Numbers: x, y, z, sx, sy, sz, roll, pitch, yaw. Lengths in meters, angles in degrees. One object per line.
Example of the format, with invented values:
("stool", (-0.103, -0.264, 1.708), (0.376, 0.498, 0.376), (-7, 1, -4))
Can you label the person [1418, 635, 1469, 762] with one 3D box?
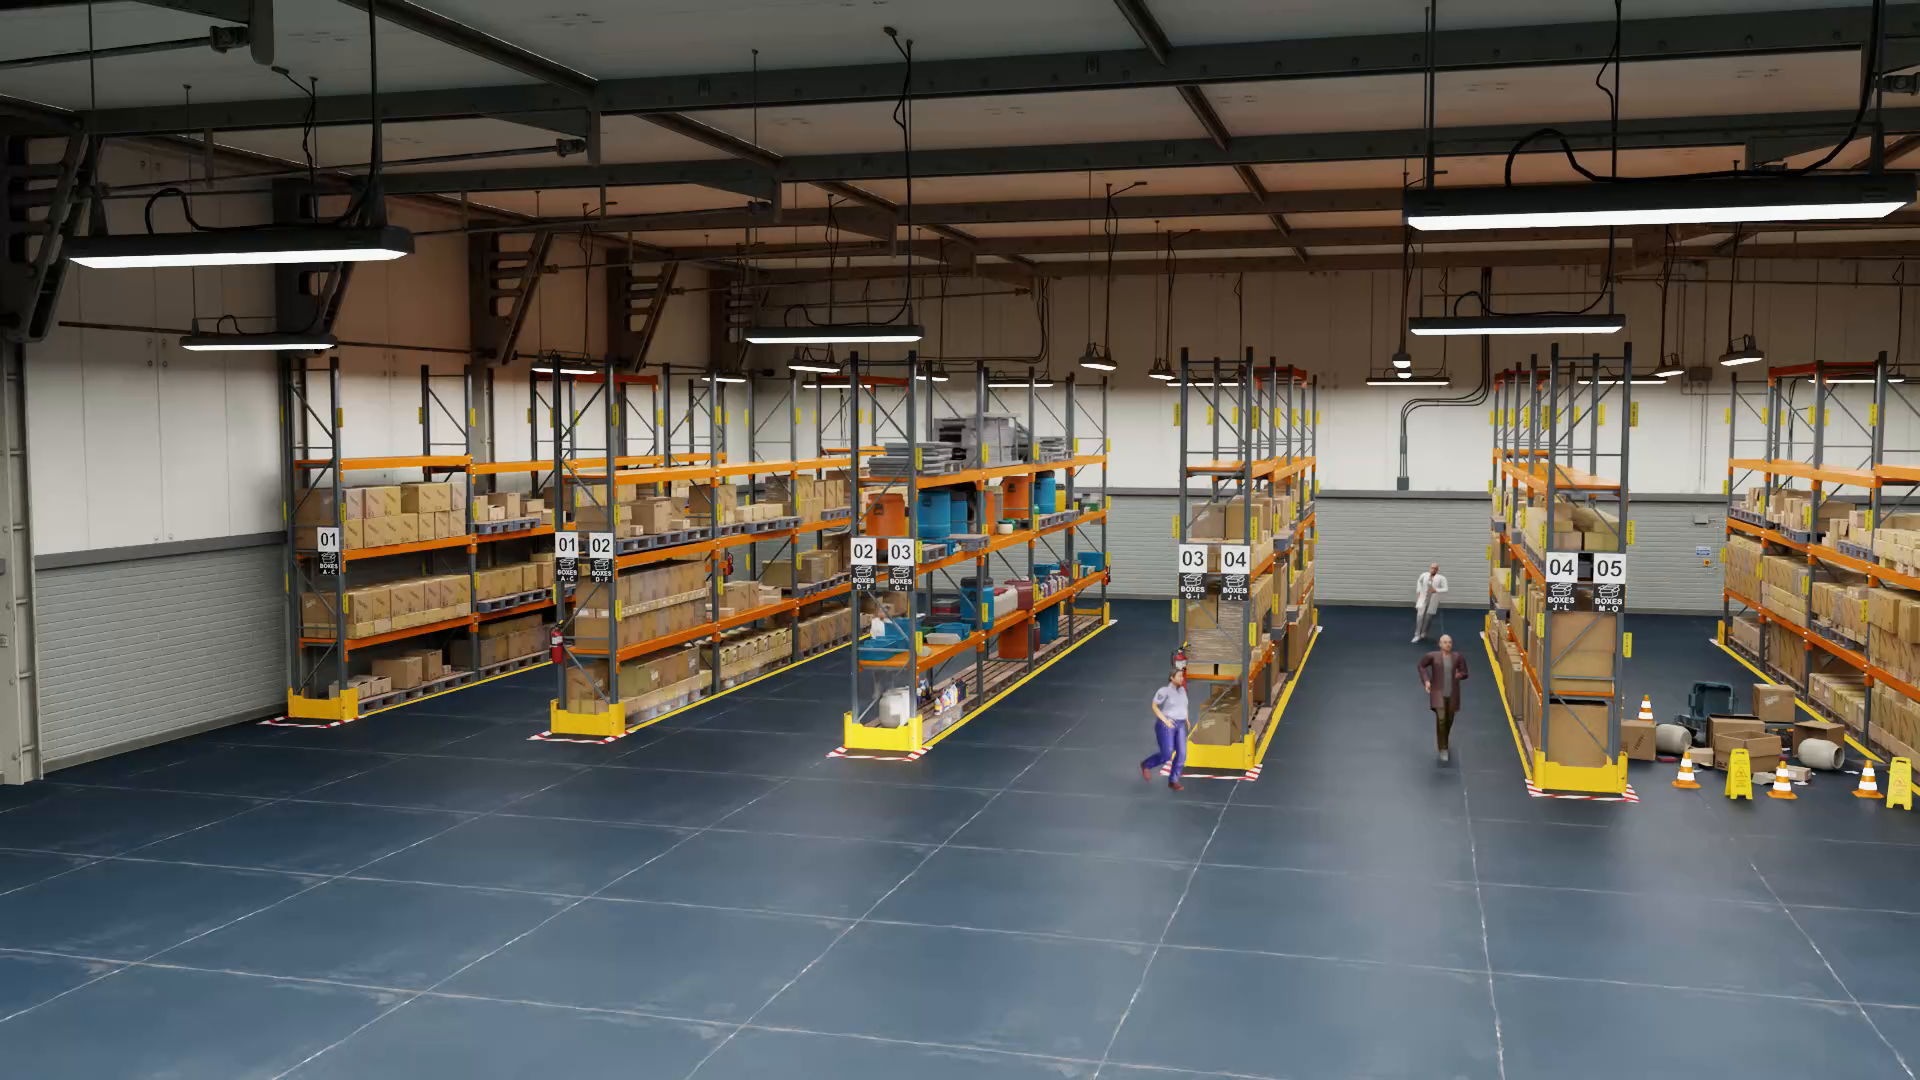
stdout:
("person", (7.147, 2.306, 24.560), (0.682, 1.823, 0.876), (0, 4, 1))

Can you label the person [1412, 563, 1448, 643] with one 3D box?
("person", (10.556, 1.390, 37.231), (0.717, 1.761, 0.984), (2, 5, 21))

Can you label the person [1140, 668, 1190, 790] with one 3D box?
("person", (2.859, 2.543, 22.625), (0.661, 1.618, 0.692), (-3, 5, -39))

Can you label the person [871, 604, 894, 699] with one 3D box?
("person", (-1.382, 1.988, 29.864), (0.517, 1.725, 0.829), (1, 4, 10))
